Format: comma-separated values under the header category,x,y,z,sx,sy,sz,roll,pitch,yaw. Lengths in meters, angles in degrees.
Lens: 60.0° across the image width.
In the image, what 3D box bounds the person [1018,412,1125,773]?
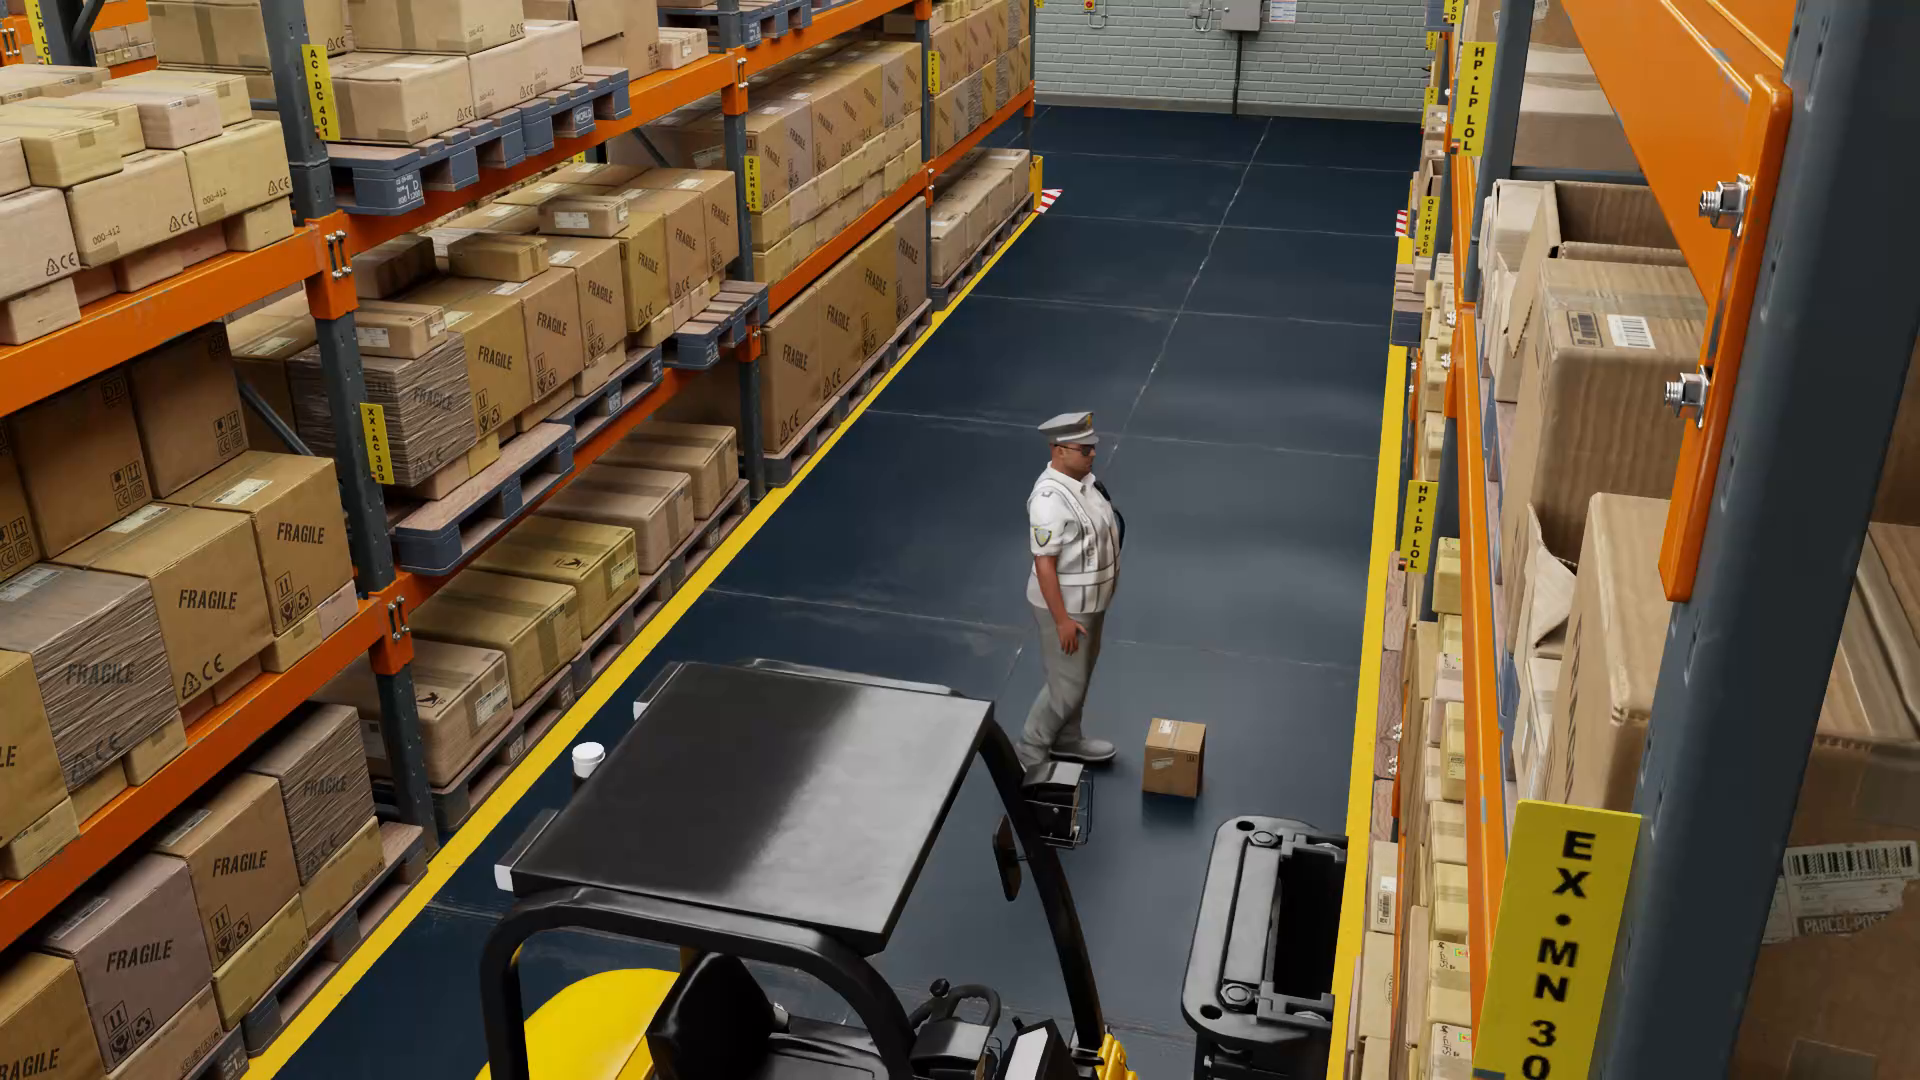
category,x,y,z,sx,sy,sz,roll,pitch,yaw
person,0.506,0.268,7.512,0.413,1.800,0.577,8,26,17
